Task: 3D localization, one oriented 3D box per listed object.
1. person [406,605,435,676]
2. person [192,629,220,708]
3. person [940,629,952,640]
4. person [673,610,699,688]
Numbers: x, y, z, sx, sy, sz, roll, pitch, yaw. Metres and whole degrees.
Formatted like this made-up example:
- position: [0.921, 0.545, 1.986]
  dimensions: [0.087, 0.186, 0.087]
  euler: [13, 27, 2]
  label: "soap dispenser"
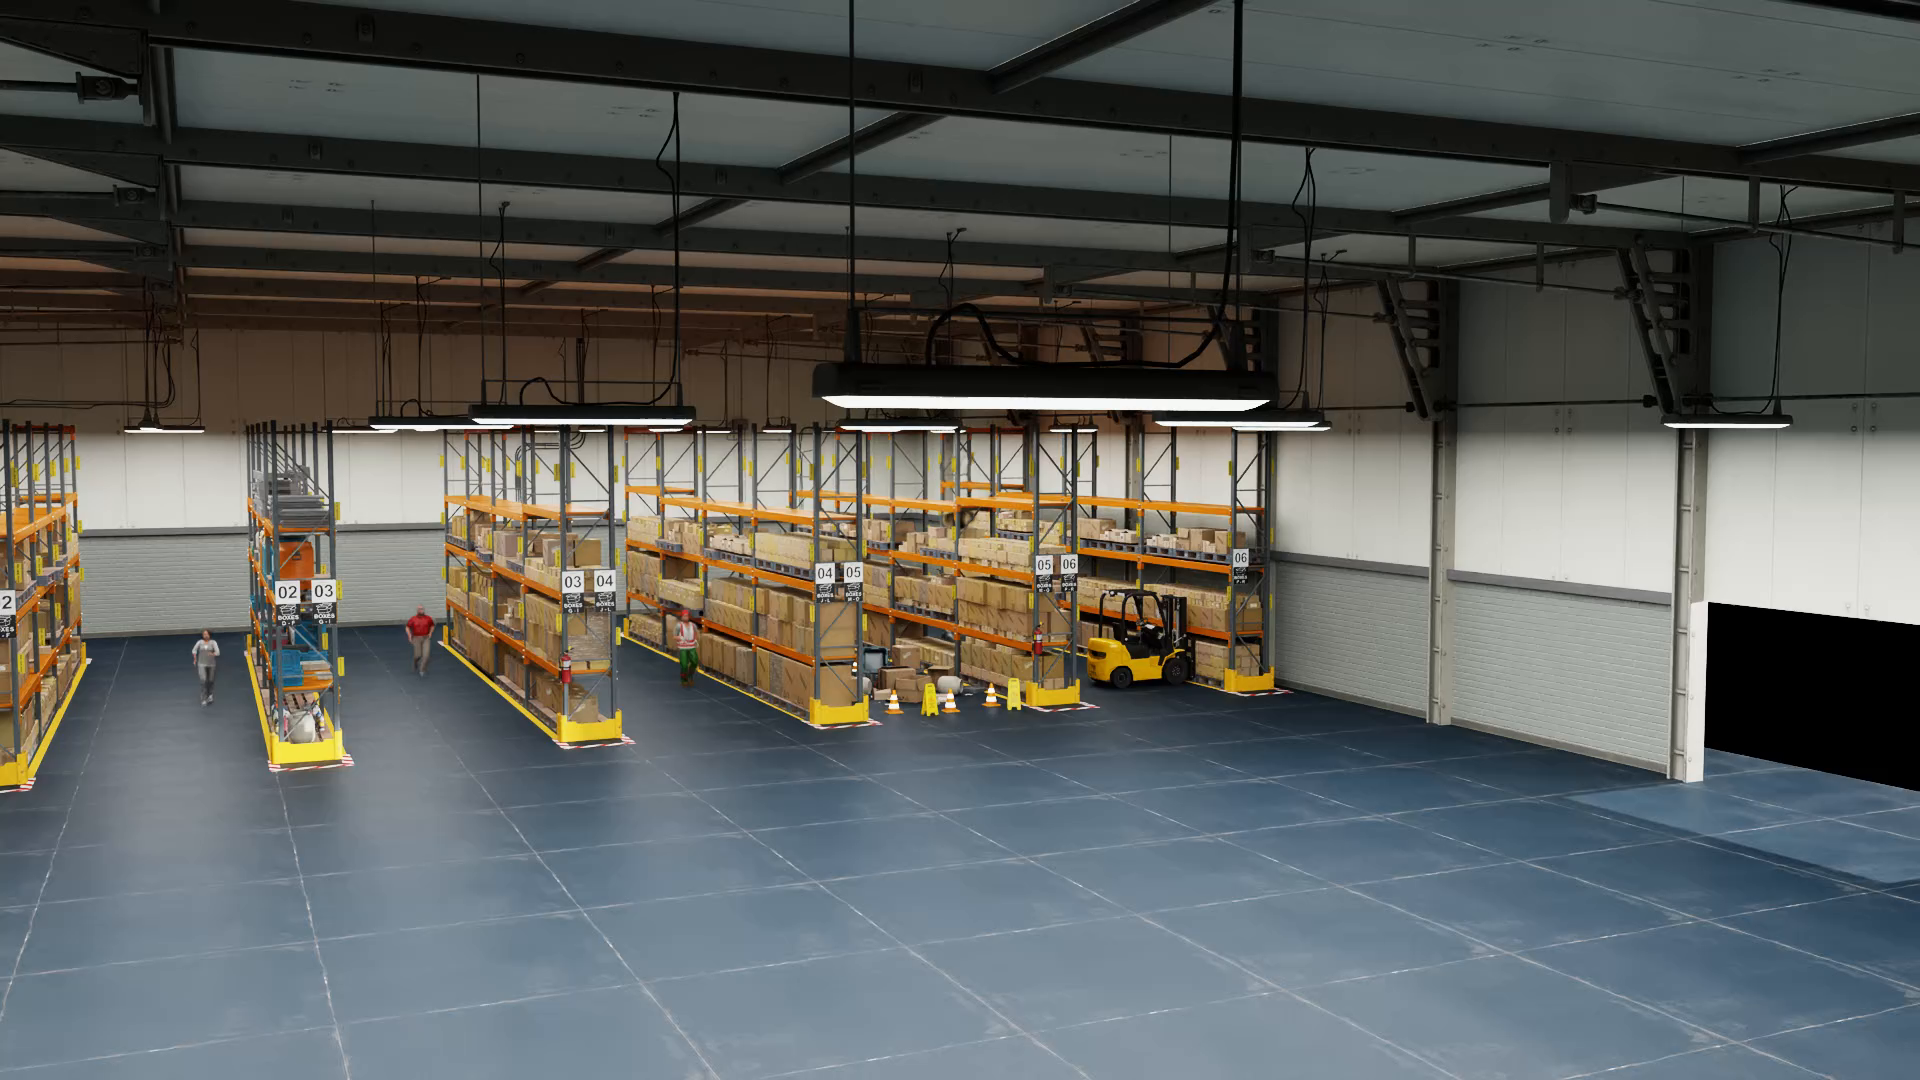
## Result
- position: [-12.909, 2.405, 39.844]
  dimensions: [0.672, 1.687, 0.598]
  euler: [-2, 4, -27]
  label: "person"
- position: [-16.000, 2.708, 35.318]
  dimensions: [0.510, 1.642, 0.731]
  euler: [-2, 4, -28]
  label: "person"
- position: [-0.489, 1.931, 46.530]
  dimensions: [0.632, 1.830, 0.754]
  euler: [-3, 5, -44]
  label: "person"
- position: [-6.166, 2.478, 37.708]
  dimensions: [0.636, 1.772, 0.626]
  euler: [-2, 4, -26]
  label: "person"
